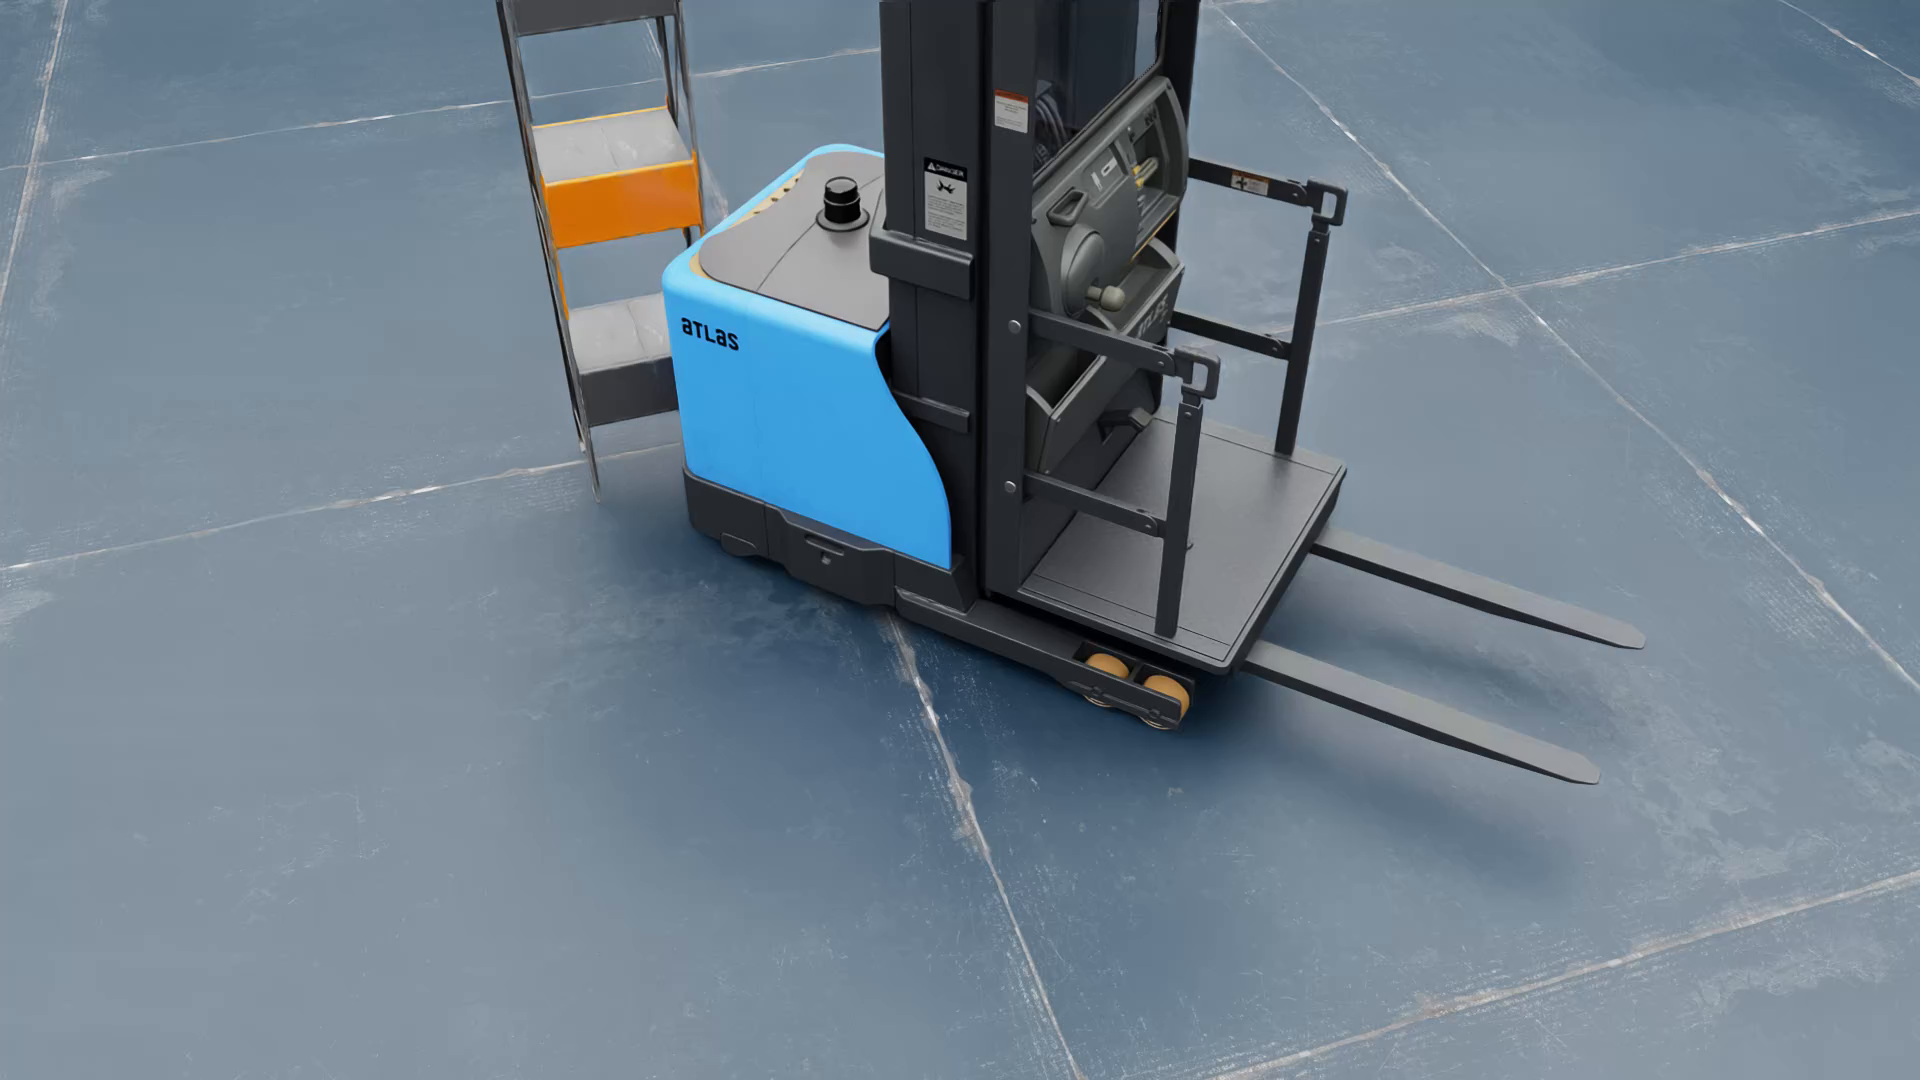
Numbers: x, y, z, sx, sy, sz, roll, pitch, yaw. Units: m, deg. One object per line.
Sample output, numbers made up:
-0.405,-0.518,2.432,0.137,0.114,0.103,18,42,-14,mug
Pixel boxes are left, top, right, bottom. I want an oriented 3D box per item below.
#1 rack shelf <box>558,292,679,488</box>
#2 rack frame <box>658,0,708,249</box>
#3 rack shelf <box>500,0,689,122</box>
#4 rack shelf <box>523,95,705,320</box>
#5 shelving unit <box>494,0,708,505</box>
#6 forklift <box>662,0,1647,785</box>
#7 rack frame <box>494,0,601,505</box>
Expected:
-1.115,-0.558,5.877,0.480,0.518,0.431,-13,43,-15,rack shelf
-0.885,-1.149,5.469,0.015,2.100,0.400,-13,43,-15,rack frame
-1.115,-1.612,4.956,0.480,0.518,0.431,-13,43,-15,rack shelf
-1.115,-1.085,5.417,0.480,0.518,0.431,-13,43,-15,rack shelf
-1.115,-1.095,5.408,0.503,2.100,0.431,-13,43,-15,shelving unit
0.609,-0.927,4.584,3.031,2.935,1.130,20,45,21,forklift
-1.345,-1.042,5.347,0.015,2.100,0.400,-13,43,-15,rack frame
